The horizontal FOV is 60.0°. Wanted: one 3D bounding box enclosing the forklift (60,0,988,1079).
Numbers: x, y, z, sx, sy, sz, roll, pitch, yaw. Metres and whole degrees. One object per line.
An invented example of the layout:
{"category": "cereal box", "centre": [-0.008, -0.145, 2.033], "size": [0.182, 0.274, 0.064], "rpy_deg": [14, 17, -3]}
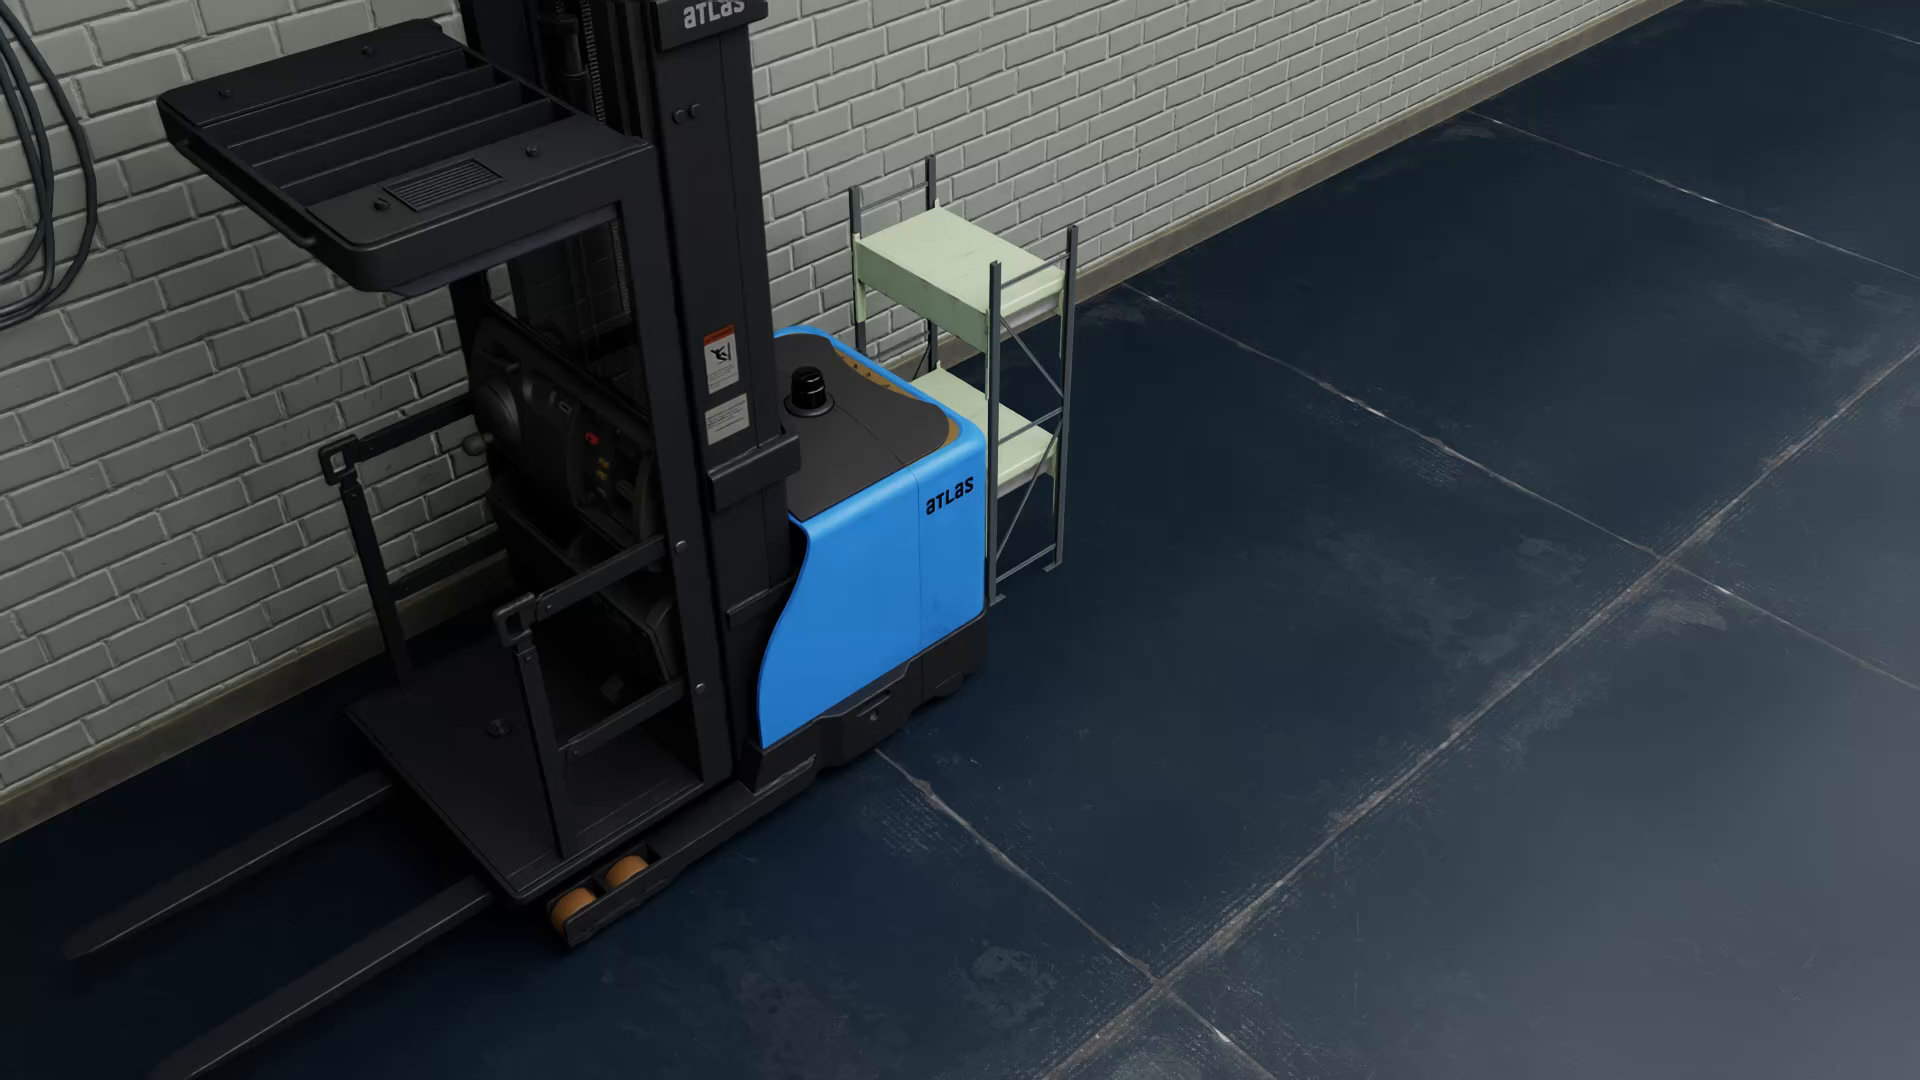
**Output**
{"category": "forklift", "centre": [-1.321, -0.257, 4.736], "size": [3.031, 2.935, 1.130], "rpy_deg": [-30, 48, -32]}

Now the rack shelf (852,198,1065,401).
{"category": "rack shelf", "centre": [0.005, -0.884, 6.030], "size": [0.431, 0.370, 0.720], "rpy_deg": [-30, 48, -32]}

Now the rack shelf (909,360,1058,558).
{"category": "rack shelf", "centre": [0.005, -0.327, 6.480], "size": [0.431, 0.370, 0.720], "rpy_deg": [-30, 48, -32]}

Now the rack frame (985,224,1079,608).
{"category": "rack frame", "centre": [0.252, -0.411, 6.065], "size": [0.400, 1.500, 0.023], "rpy_deg": [-30, 48, -32]}

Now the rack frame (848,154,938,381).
{"category": "rack frame", "centre": [-0.243, -0.750, 6.485], "size": [0.400, 1.500, 0.023], "rpy_deg": [-30, 48, -32]}

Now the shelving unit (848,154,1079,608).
{"category": "shelving unit", "centre": [0.005, -0.580, 6.275], "size": [0.431, 1.500, 0.755], "rpy_deg": [-30, 48, -32]}

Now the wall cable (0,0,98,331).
{"category": "wall cable", "centre": [-3.573, -1.047, 3.355], "size": [3.097, 2.526, 0.112], "rpy_deg": [-30, 48, -32]}
